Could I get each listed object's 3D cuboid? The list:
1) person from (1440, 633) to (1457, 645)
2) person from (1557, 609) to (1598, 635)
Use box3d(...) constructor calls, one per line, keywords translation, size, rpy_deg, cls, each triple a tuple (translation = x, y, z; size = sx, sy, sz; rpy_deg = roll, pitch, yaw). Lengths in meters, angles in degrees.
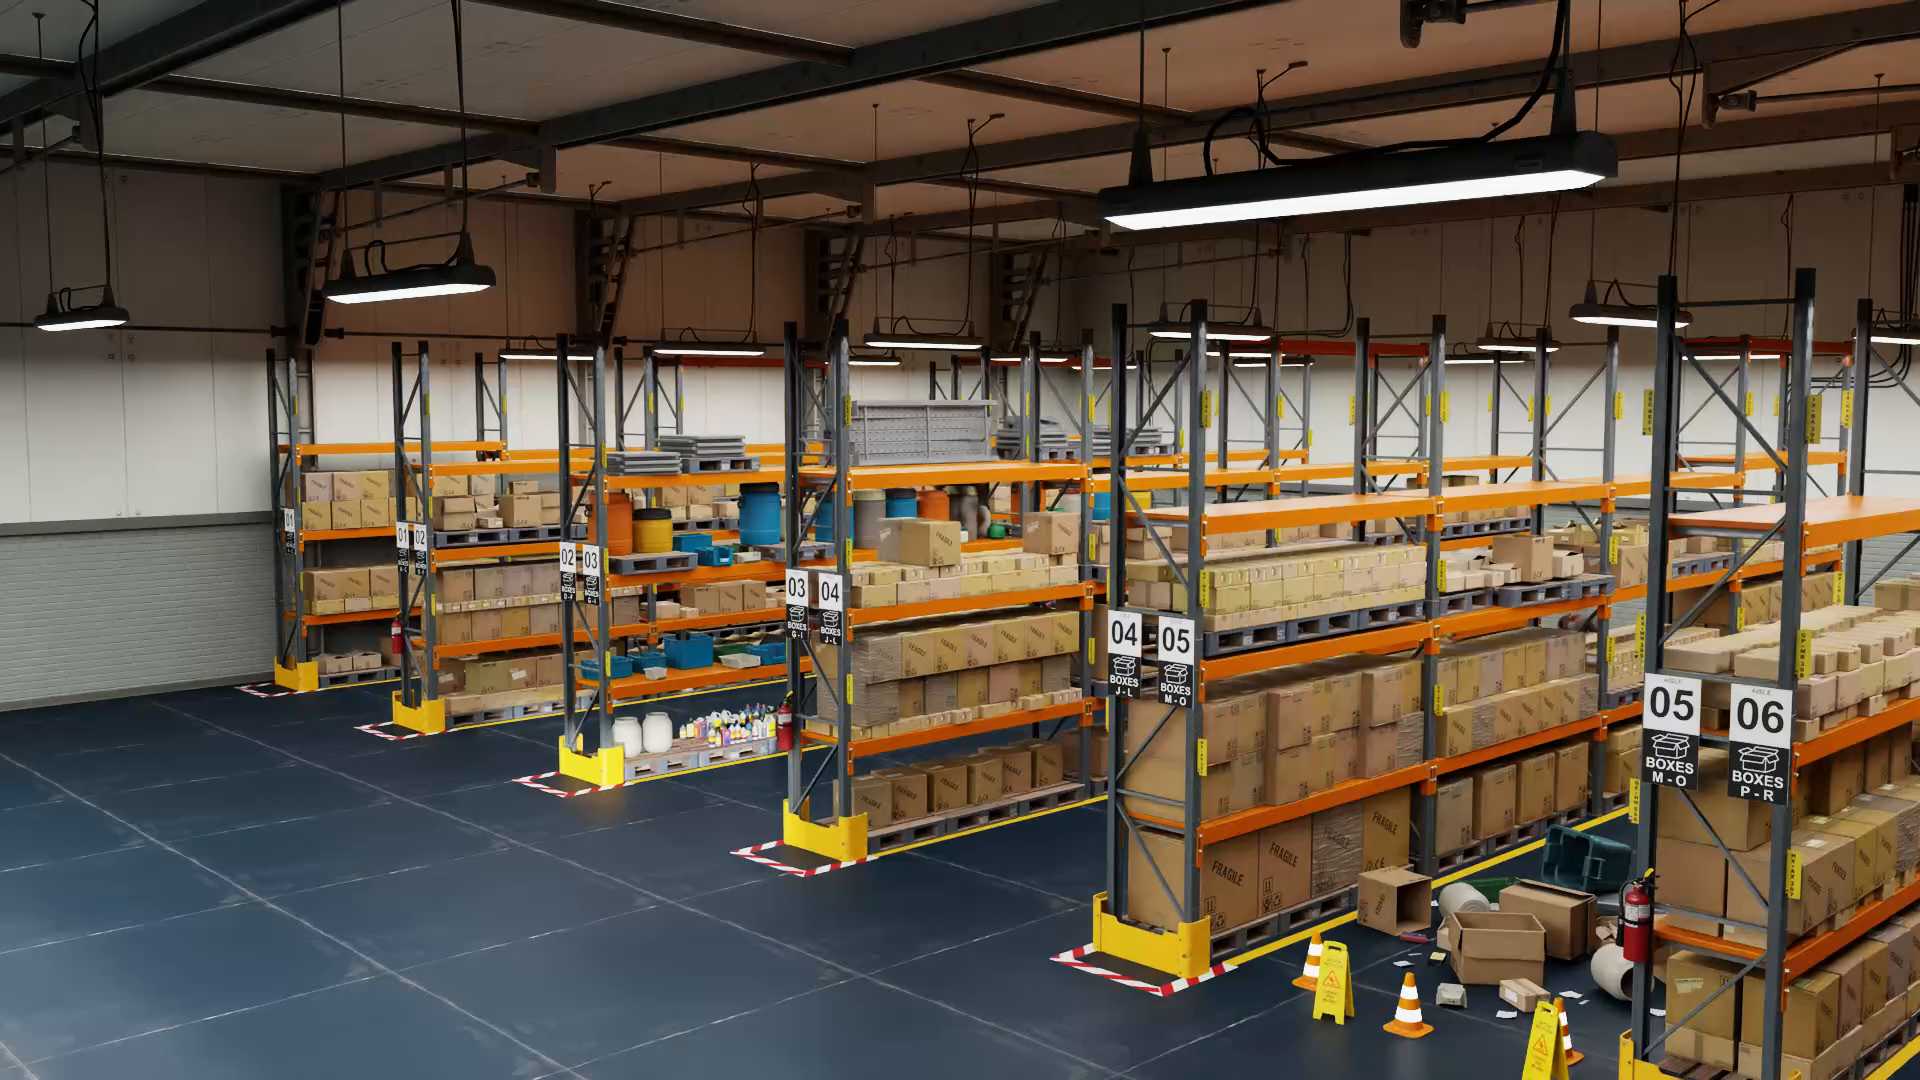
box3d(translation=(7.320, 2.157, 25.134), size=(0.605, 1.680, 0.629), rpy_deg=(4, 7, 42), cls="person")
box3d(translation=(10.321, 1.901, 27.773), size=(1.026, 1.740, 0.720), rpy_deg=(-5, 7, -44), cls="person")
